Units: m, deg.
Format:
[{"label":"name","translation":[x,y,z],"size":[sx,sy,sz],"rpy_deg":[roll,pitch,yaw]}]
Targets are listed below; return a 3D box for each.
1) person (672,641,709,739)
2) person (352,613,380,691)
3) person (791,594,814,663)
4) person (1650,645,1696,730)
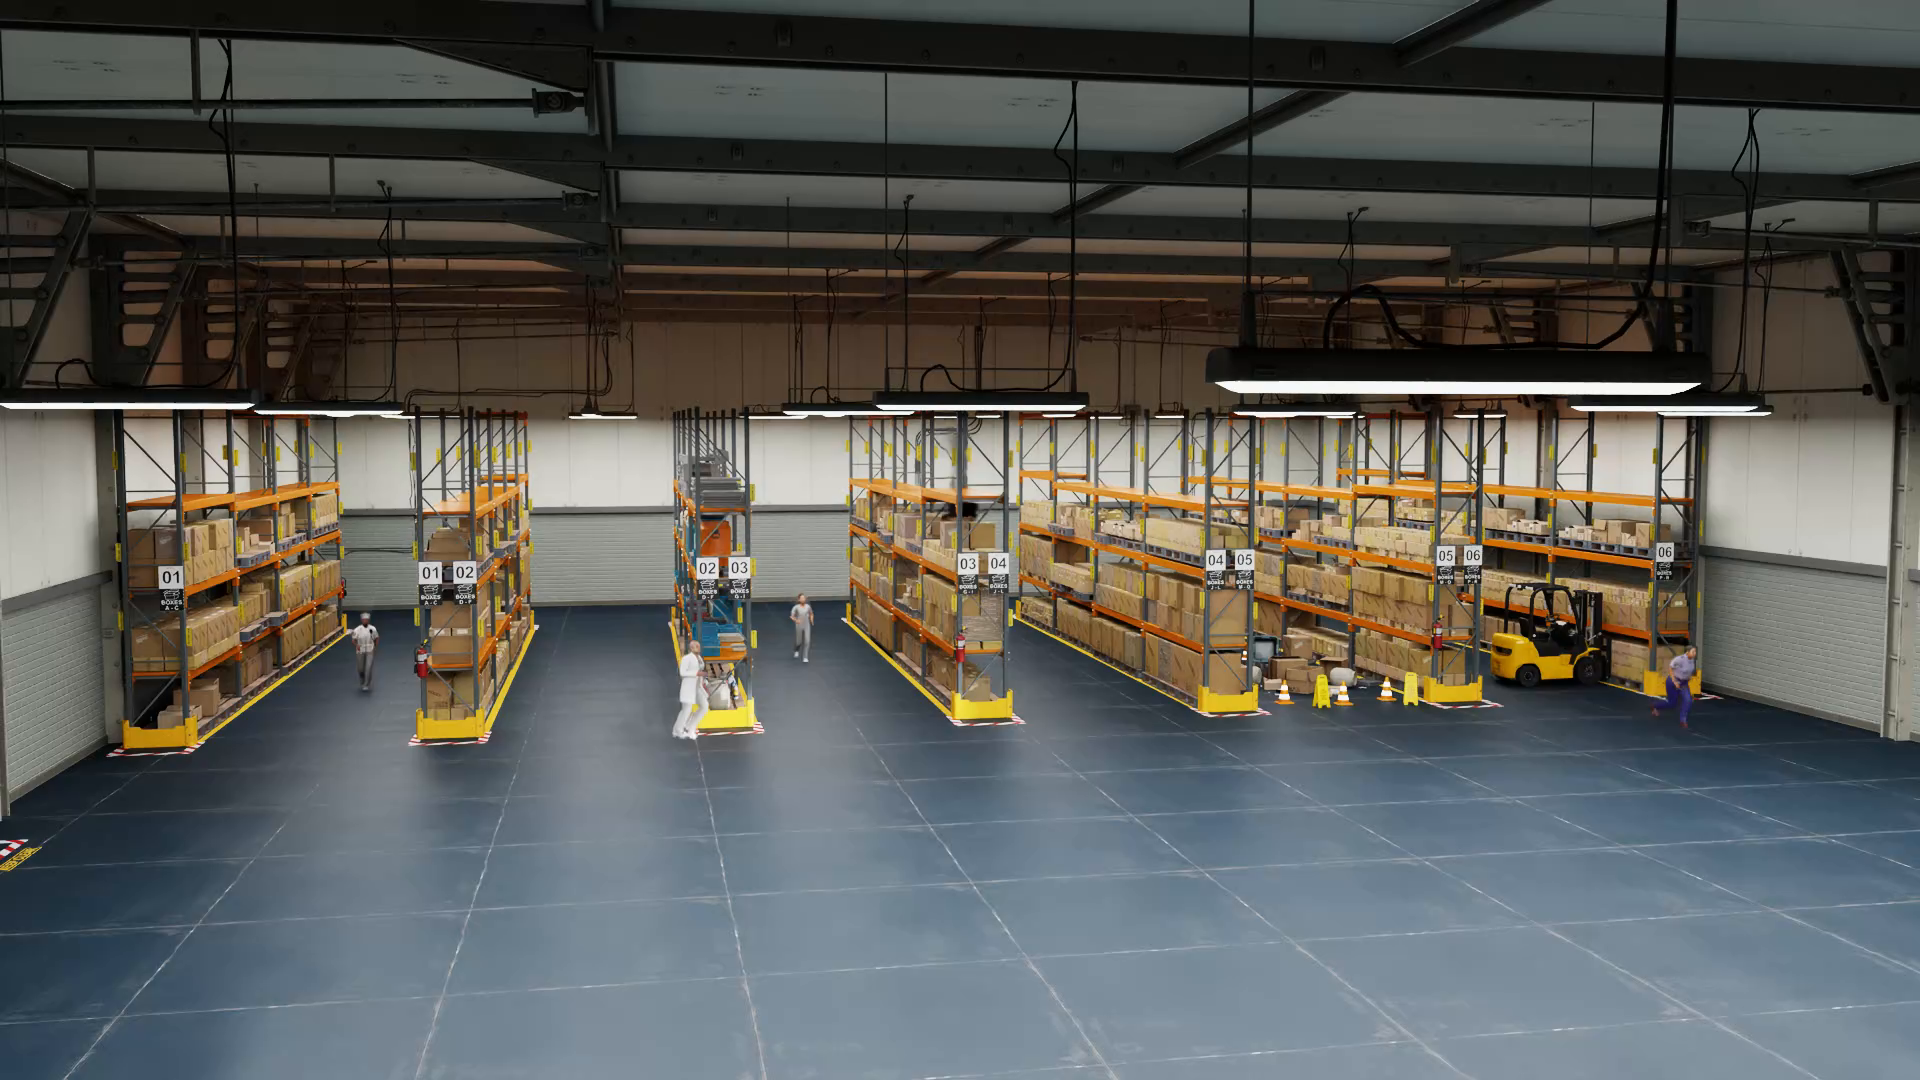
[{"label":"person","translation":[-4.802,2.719,30.100],"size":[0.756,1.792,0.710],"rpy_deg":[3,5,32]},{"label":"person","translation":[-12.679,2.371,35.503],"size":[0.562,1.655,0.589],"rpy_deg":[-2,4,-21]},{"label":"person","translation":[-3.748,2.091,39.648],"size":[0.574,1.624,0.758],"rpy_deg":[-1,4,-20]},{"label":"person","translation":[13.447,2.736,31.318],"size":[0.615,1.609,0.895],"rpy_deg":[-3,5,-34]}]
